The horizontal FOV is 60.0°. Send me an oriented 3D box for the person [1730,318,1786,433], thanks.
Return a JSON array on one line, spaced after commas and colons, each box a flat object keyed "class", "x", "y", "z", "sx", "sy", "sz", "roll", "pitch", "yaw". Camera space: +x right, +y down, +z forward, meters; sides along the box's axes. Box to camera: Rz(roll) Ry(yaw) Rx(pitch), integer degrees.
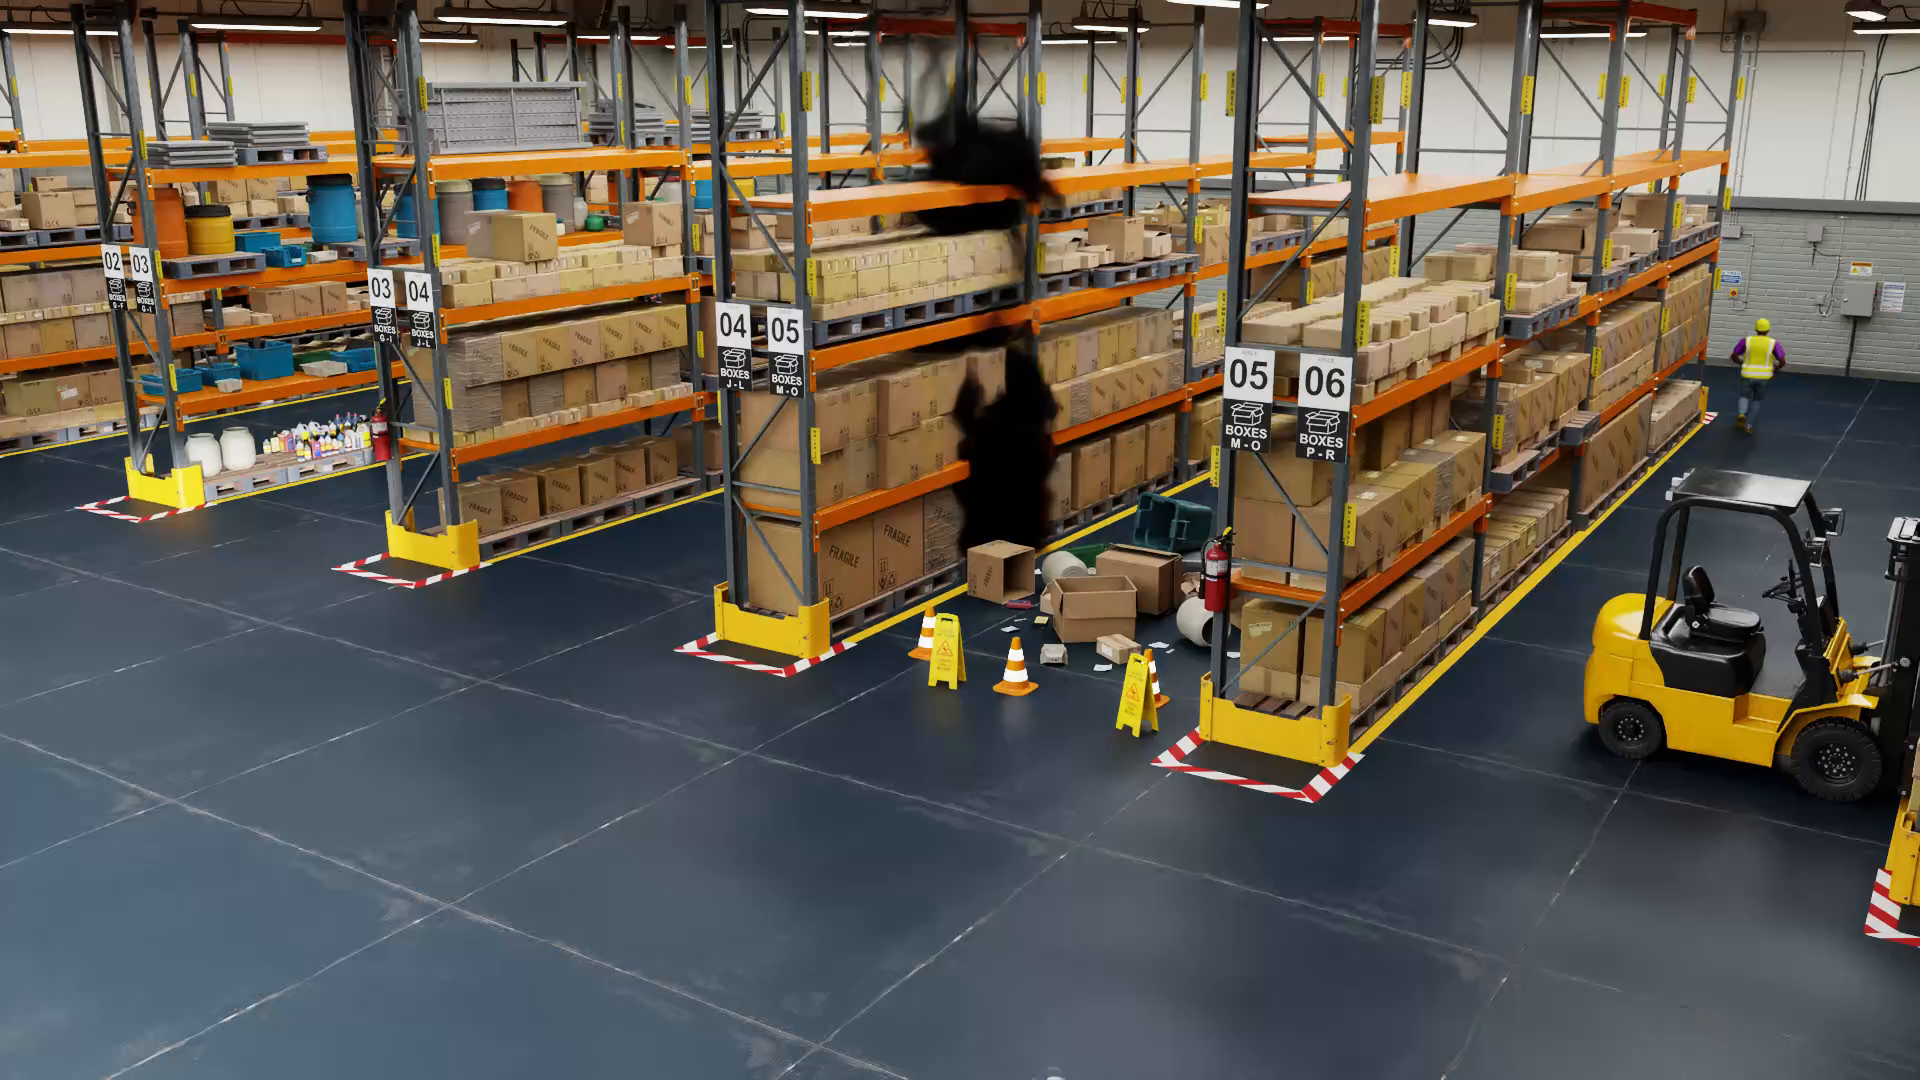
[{"class": "person", "x": 11.850, "y": -2.437, "z": 24.762, "sx": 0.744, "sy": 1.723, "sz": 0.571, "roll": 8, "pitch": 17, "yaw": 26}]
